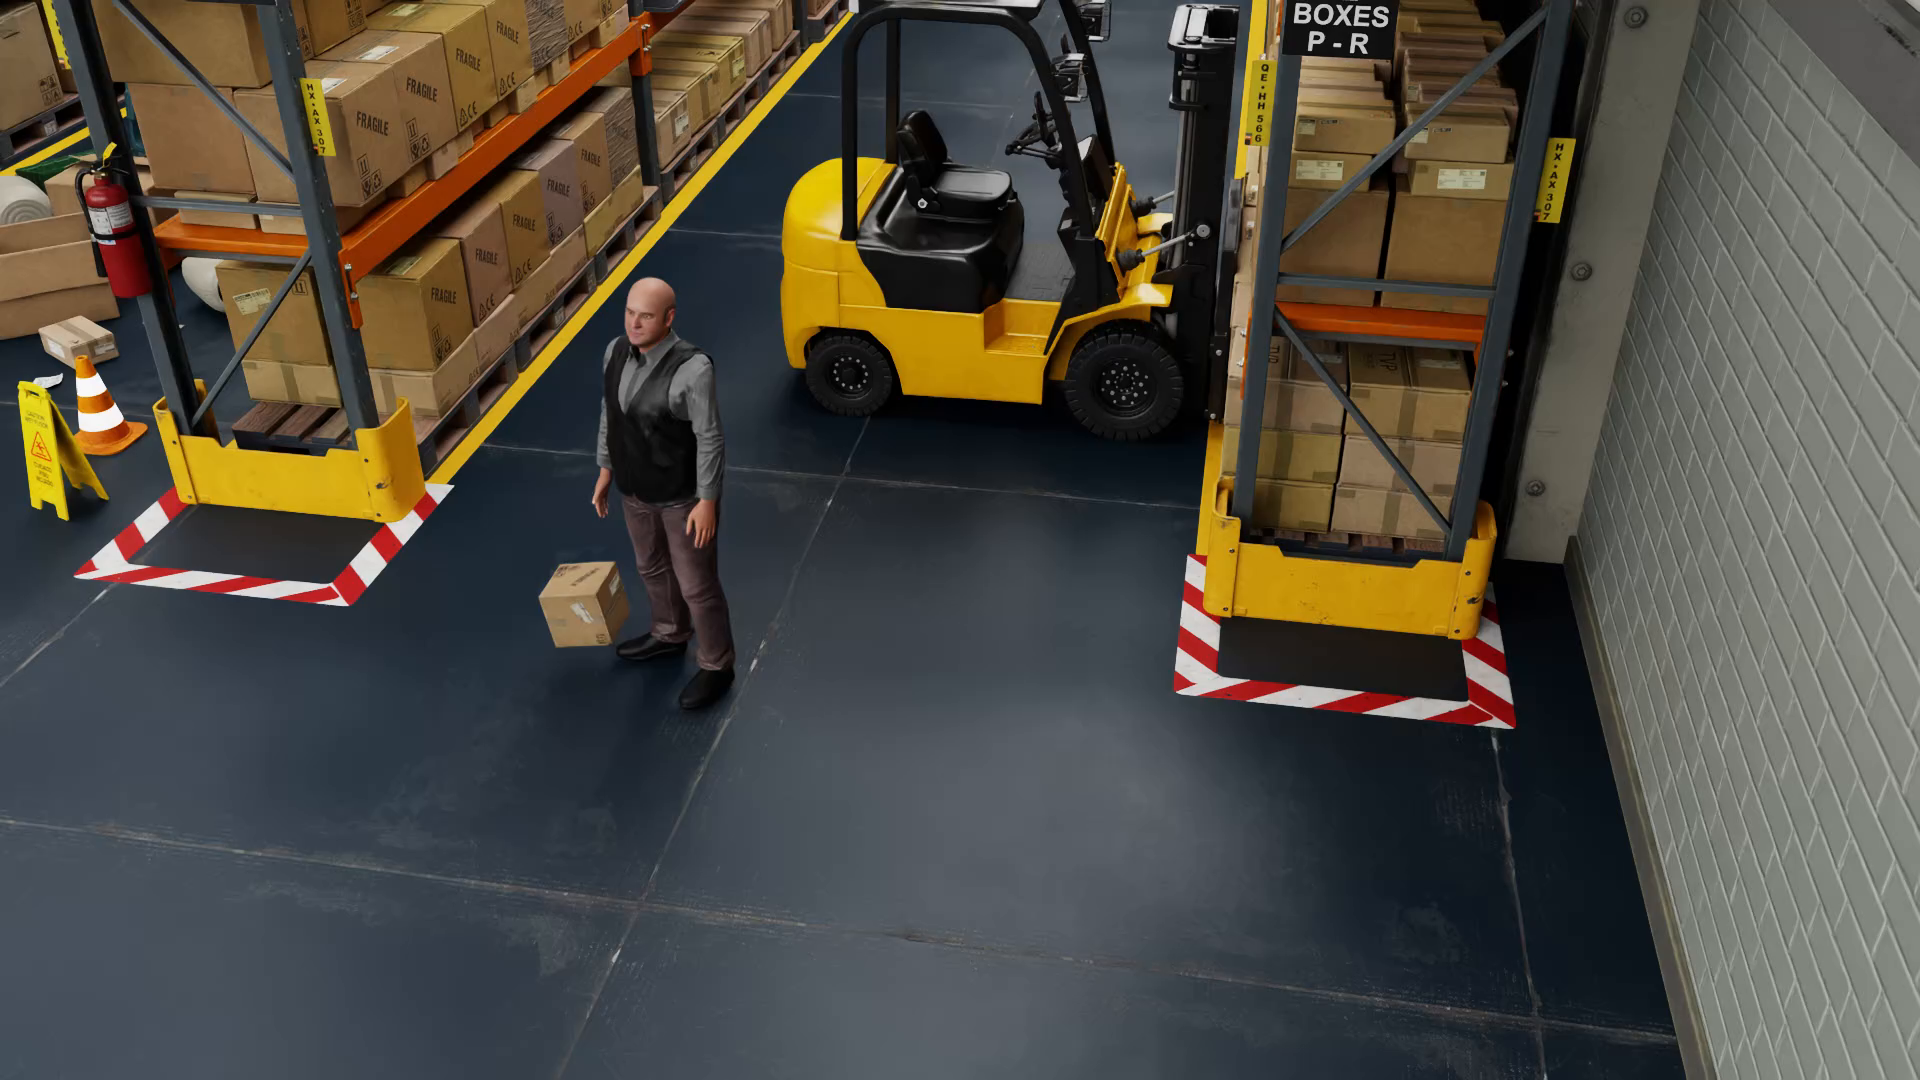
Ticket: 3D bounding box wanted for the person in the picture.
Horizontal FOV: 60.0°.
[{"bbox_3d":[-1.145,-0.188,6.412,0.607,1.728,0.383,23,39,32],"label":"person"}]
